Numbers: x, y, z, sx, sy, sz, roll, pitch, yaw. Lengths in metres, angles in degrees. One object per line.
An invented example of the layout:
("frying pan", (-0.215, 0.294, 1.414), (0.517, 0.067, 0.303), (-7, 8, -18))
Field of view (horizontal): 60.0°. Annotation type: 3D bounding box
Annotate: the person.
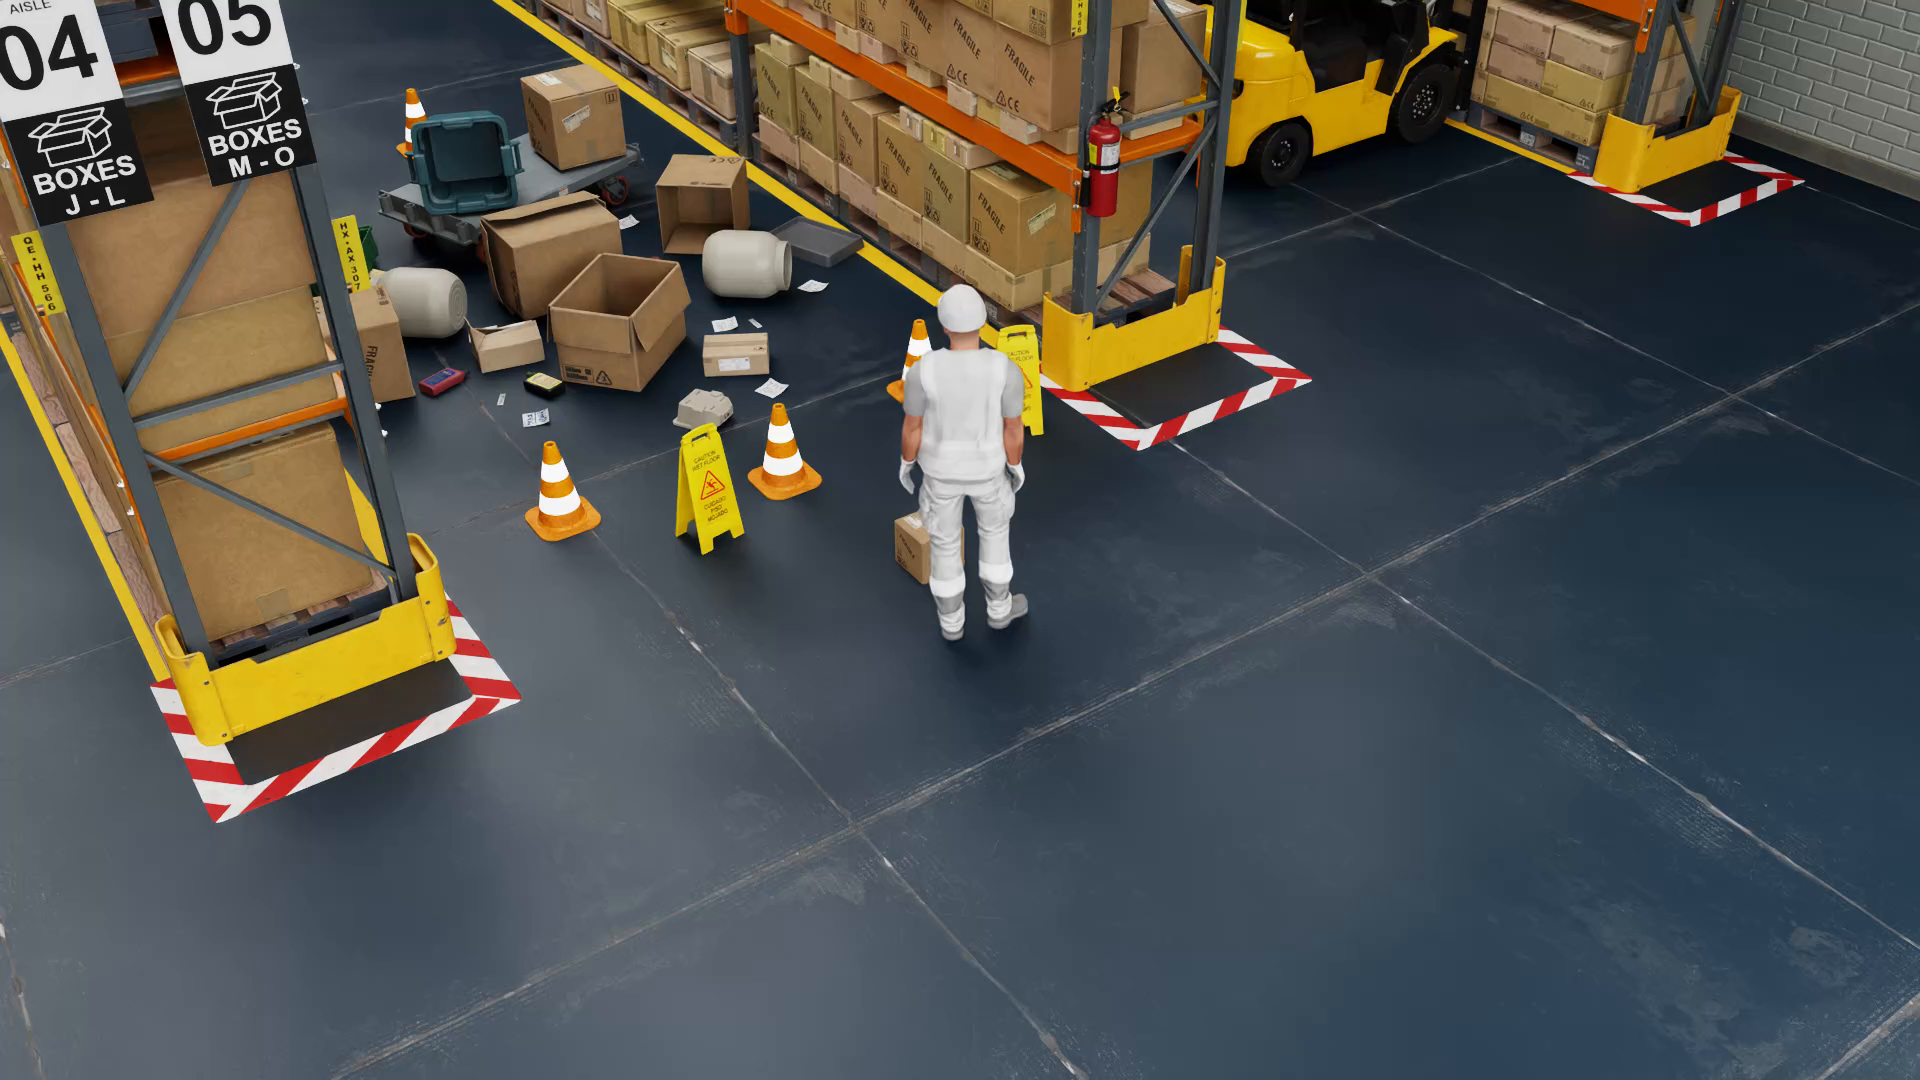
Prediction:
("person", (0.031, -0.327, 7.428), (0.608, 1.804, 0.338), (-2, 36, -3))
